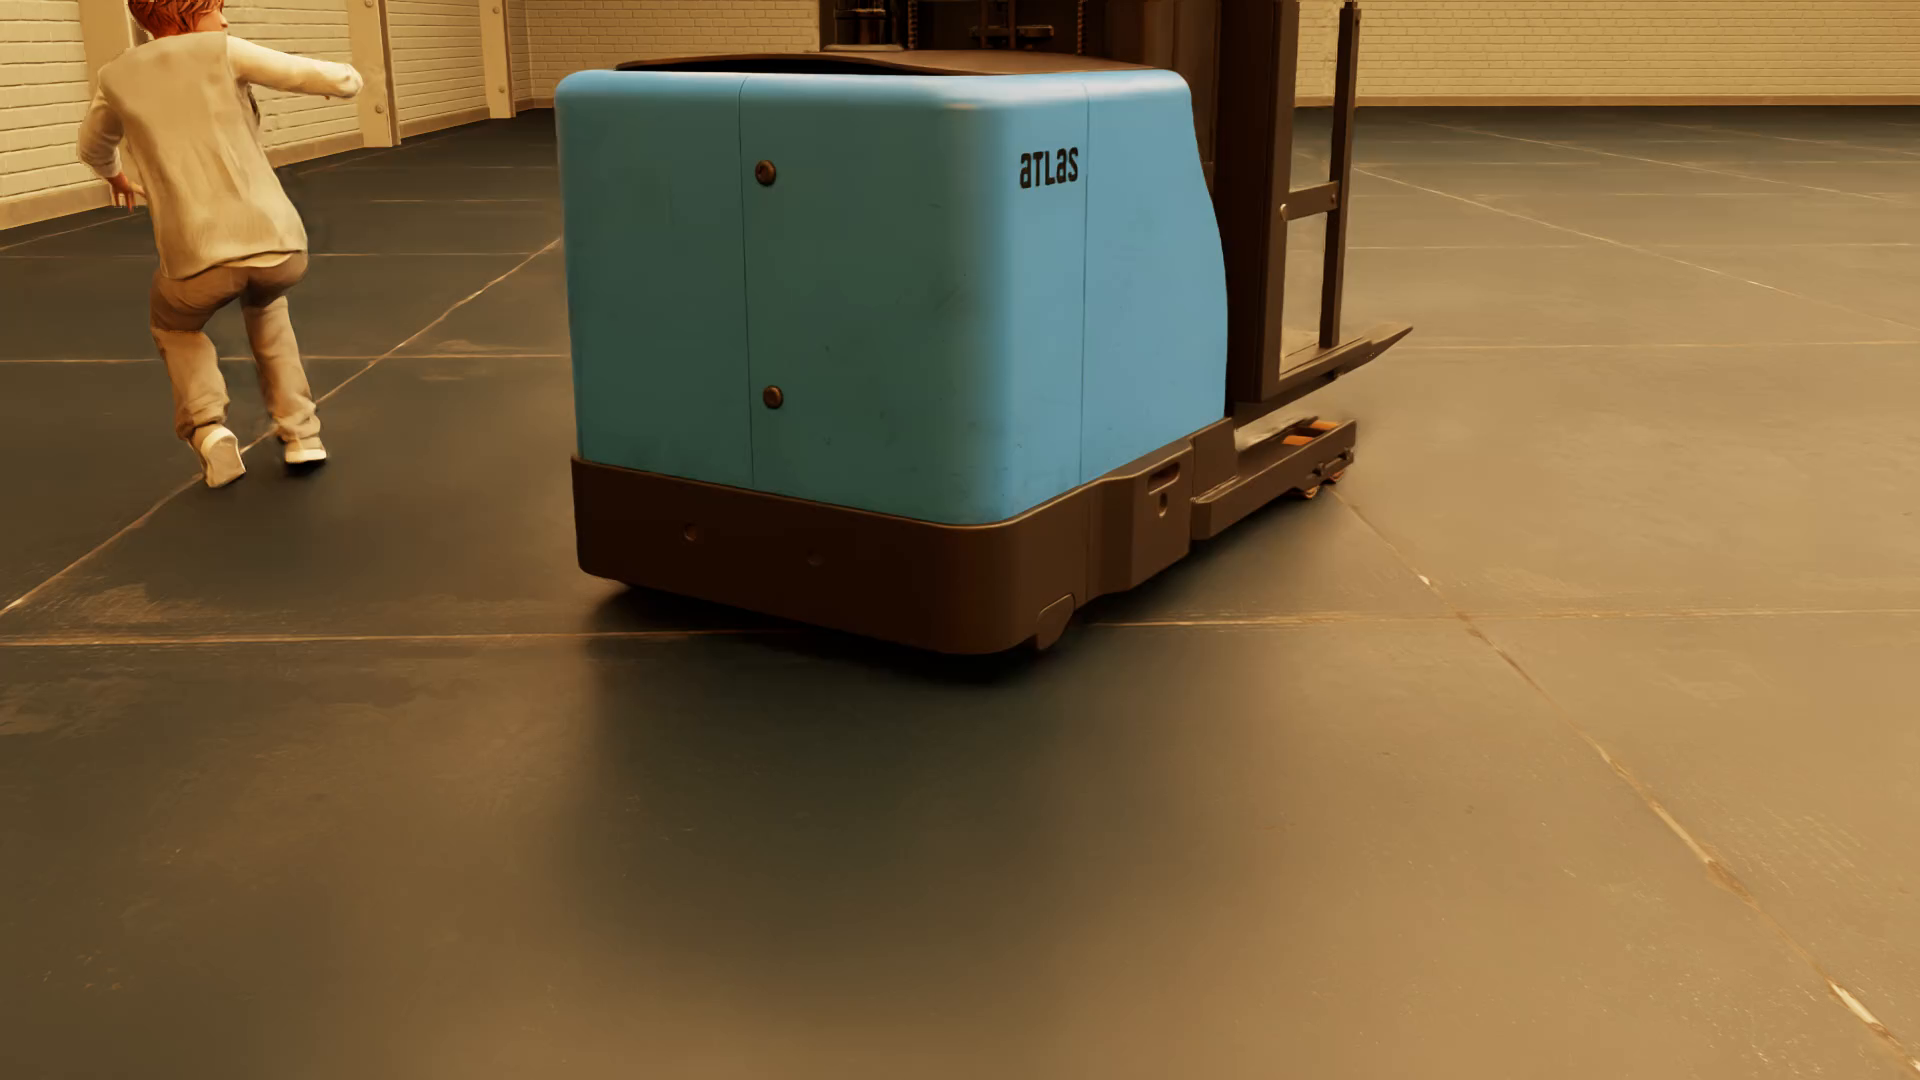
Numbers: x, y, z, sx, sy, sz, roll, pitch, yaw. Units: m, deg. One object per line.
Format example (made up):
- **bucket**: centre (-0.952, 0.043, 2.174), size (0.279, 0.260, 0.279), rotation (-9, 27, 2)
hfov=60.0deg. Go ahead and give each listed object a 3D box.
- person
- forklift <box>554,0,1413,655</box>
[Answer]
- **person**: centre (-1.911, -0.829, 4.368), size (0.680, 1.324, 0.881), rotation (-8, 19, -24)
- **forklift**: centre (0.402, -1.570, 4.041), size (1.130, 2.935, 3.031), rotation (10, 20, 30)
